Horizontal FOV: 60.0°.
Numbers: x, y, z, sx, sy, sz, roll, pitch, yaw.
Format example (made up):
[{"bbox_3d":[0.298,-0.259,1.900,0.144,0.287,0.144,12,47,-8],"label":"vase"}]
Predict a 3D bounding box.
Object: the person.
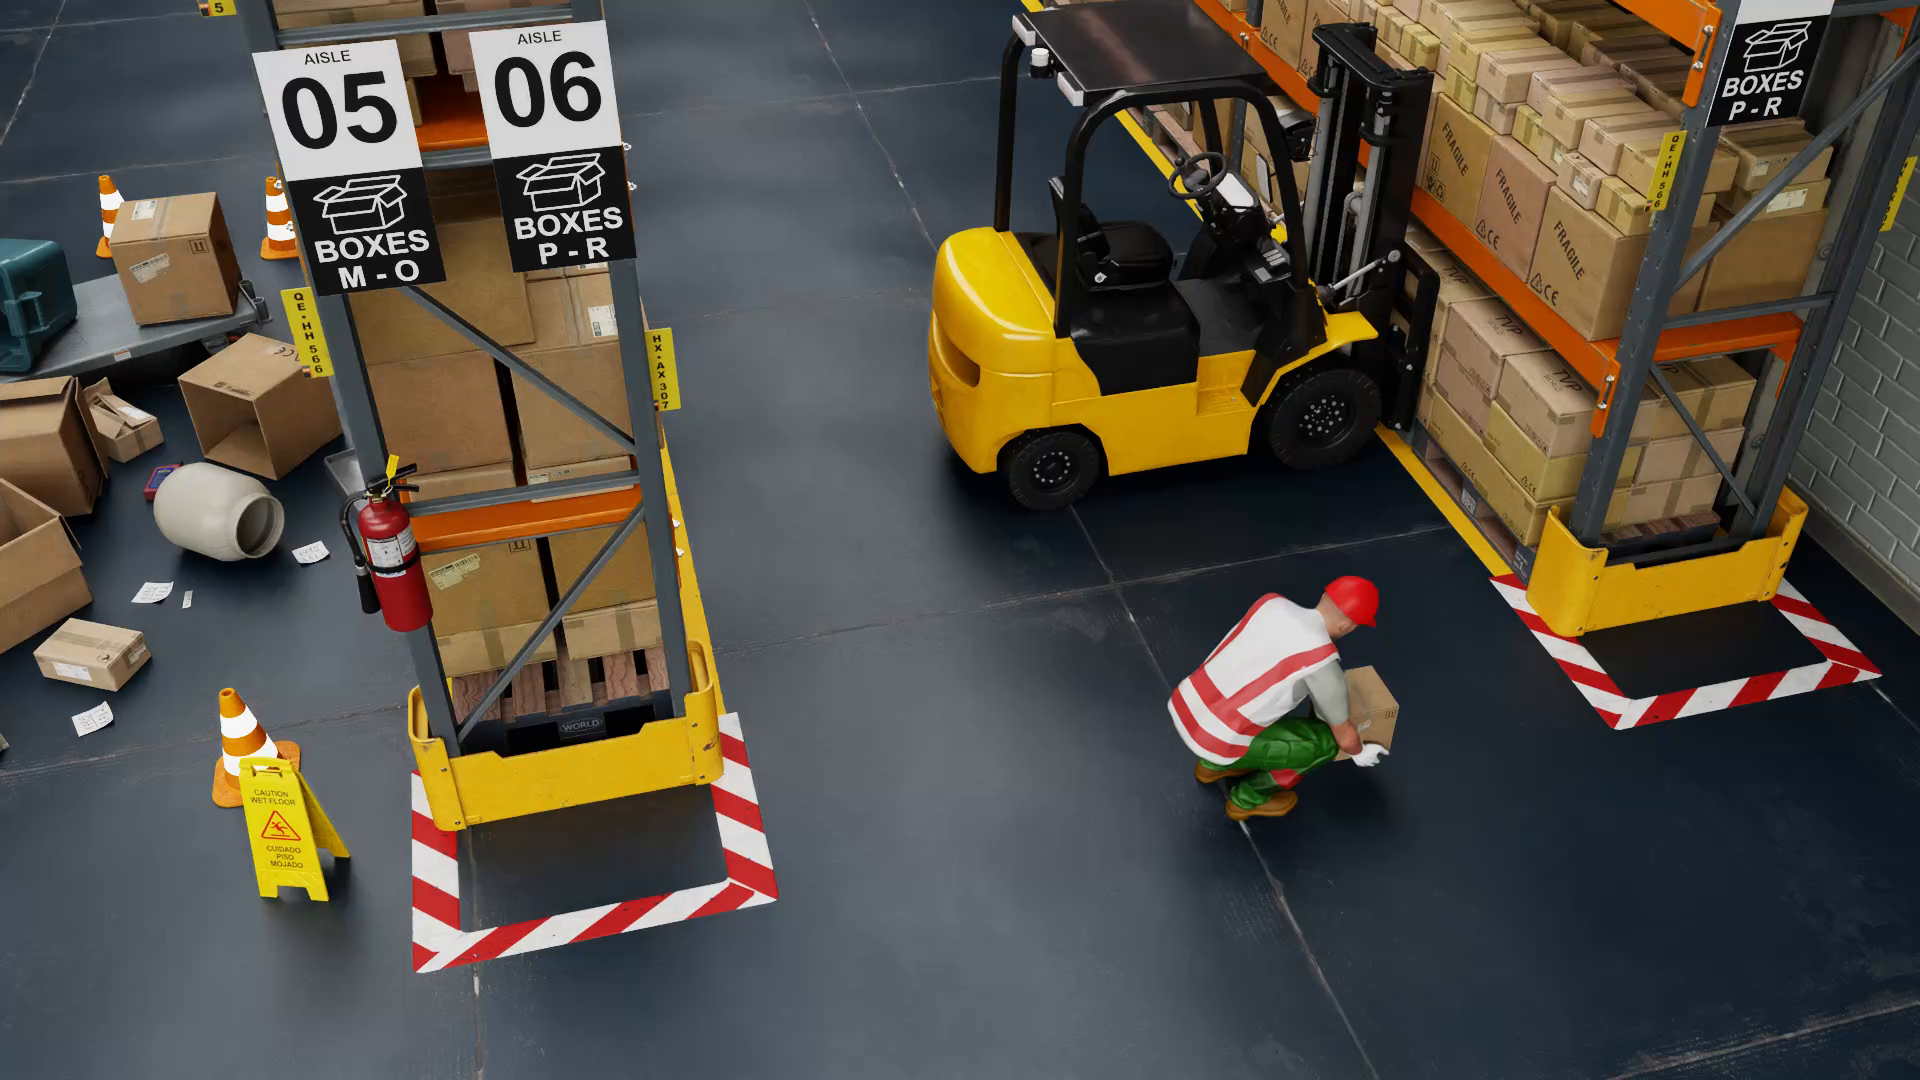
[{"bbox_3d":[1.257,0.608,6.569,0.875,0.991,0.565,-9,39,-12],"label":"person"}]
